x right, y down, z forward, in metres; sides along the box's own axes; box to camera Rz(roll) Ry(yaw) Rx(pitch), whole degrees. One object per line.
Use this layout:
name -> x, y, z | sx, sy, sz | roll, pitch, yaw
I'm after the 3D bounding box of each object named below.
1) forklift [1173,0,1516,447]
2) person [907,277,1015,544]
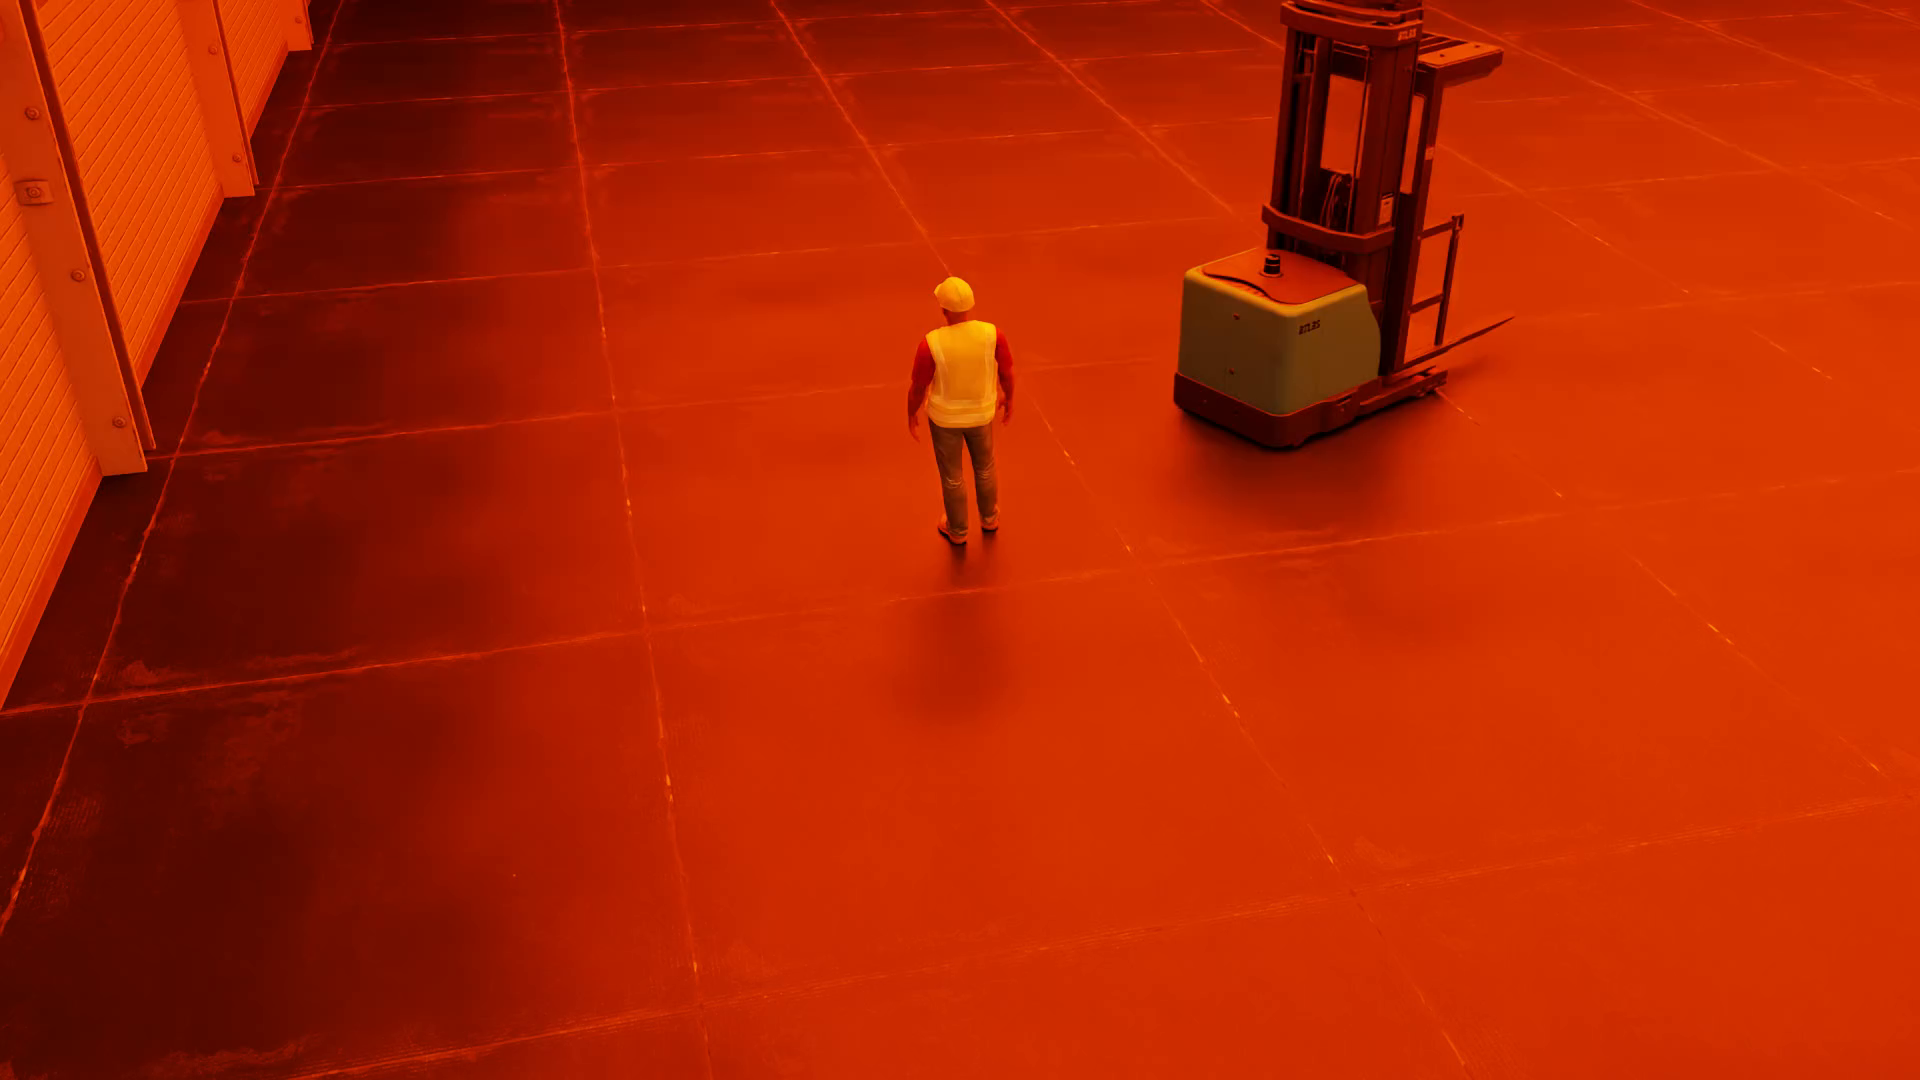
forklift -> 3.010, -2.505, 11.902 | 3.031, 2.935, 1.130 | -22, 37, -33
person -> -0.011, -0.806, 10.114 | 0.665, 1.768, 0.575 | -7, 31, -12
